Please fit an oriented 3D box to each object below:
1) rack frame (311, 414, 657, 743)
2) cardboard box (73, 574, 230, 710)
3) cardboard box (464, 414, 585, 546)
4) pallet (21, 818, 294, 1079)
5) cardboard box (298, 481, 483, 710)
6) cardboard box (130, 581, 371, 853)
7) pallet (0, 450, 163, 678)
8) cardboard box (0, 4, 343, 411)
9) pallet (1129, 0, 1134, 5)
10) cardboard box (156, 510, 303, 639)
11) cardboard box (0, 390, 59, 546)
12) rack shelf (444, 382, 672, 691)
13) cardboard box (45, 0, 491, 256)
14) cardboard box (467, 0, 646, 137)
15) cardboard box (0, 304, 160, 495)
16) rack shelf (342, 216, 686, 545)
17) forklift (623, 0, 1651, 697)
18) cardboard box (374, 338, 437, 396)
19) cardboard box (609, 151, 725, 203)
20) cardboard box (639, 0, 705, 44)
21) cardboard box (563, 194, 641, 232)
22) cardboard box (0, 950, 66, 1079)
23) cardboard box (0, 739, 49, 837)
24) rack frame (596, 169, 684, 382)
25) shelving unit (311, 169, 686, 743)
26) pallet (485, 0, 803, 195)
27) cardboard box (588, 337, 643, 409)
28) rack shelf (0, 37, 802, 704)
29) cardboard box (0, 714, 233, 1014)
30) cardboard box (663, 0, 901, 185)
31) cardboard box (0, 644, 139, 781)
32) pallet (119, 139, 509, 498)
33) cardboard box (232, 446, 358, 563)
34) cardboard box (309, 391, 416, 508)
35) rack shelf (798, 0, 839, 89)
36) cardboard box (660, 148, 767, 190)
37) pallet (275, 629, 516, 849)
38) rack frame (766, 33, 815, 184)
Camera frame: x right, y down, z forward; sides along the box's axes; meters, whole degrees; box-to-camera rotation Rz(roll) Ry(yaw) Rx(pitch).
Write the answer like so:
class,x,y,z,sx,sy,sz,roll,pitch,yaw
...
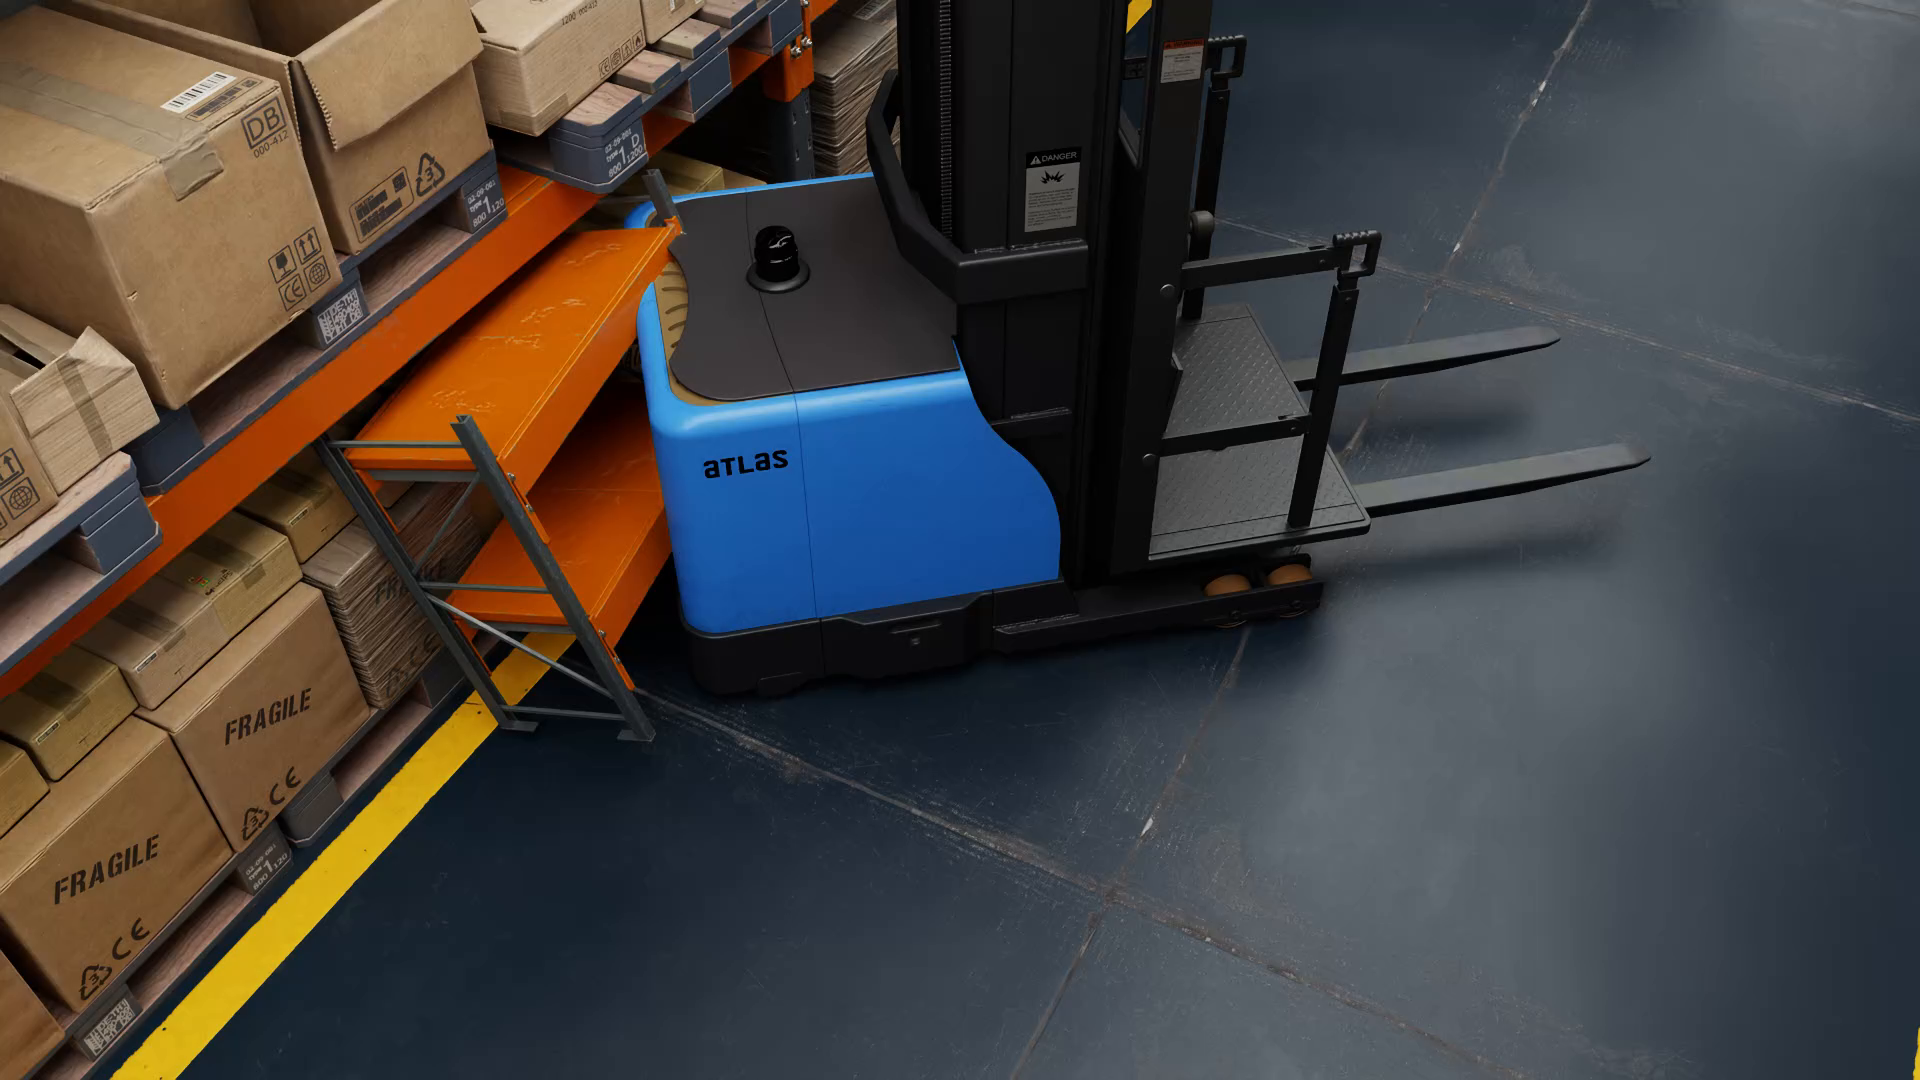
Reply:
class,x,y,z,sx,sy,sz,roll,pitch,yaw
rack frame,-1.199,0.124,4.224,0.500,1.125,0.032,2,45,23
cardboard box,-1.981,0.207,3.943,0.380,0.149,0.250,20,49,19
cardboard box,-1.448,-0.279,4.879,0.500,0.500,0.500,22,49,21
pallet,-2.472,0.985,4.128,1.003,0.211,1.213,20,49,19
cardboard box,-1.672,0.054,4.550,0.500,0.500,0.500,19,48,18
cardboard box,-1.919,0.379,4.229,0.500,0.500,0.500,19,48,18
pallet,-2.349,0.130,3.148,1.003,0.211,1.213,20,49,19
cardboard box,-1.789,-0.705,3.472,0.700,0.500,0.500,20,49,19
pallet,0.590,-3.053,8.119,1.003,0.211,1.213,20,49,19
cardboard box,-1.864,0.051,4.096,0.380,0.149,0.250,22,49,20
cardboard box,-2.153,-0.210,2.983,0.700,0.500,0.500,21,49,19
rack shelf,-0.983,-0.053,4.714,0.538,0.278,1.000,2,45,23
cardboard box,-1.554,-1.085,3.845,0.797,0.503,0.637,19,48,18
cardboard box,-1.163,-1.314,4.249,0.500,0.250,0.500,18,48,17
cardboard box,-1.832,-0.319,3.256,0.396,0.266,0.258,23,50,21
rack shelf,-1.120,-0.440,4.368,0.538,0.278,1.000,2,45,23
forklift,0.610,-1.127,4.303,3.031,2.935,1.130,-9,46,-9
cardboard box,-1.503,-0.450,4.592,0.380,0.149,0.250,20,49,18
cardboard box,-0.965,-1.092,5.227,0.380,0.149,0.250,18,48,17
cardboard box,-0.925,-1.509,4.514,0.380,0.149,0.250,21,49,20
cardboard box,-1.064,-0.910,5.047,0.380,0.149,0.250,18,48,17
cardboard box,-2.393,1.030,3.585,0.500,0.500,0.500,22,49,21
cardboard box,-2.245,0.529,3.624,0.380,0.149,0.250,18,48,17
rack frame,-0.892,-0.582,4.889,0.500,1.125,0.032,2,45,23
shelving unit,-1.045,-0.229,4.557,0.538,1.125,1.048,2,45,23
pallet,-1.212,-1.473,4.731,1.213,0.211,1.003,20,49,19
cardboard box,-1.207,-0.610,5.206,0.500,0.500,0.500,20,49,18
rack shelf,-1.888,-0.477,4.119,1.077,0.370,4.000,20,49,19
cardboard box,-2.154,0.692,3.920,0.500,0.500,0.500,20,49,19
cardboard box,-0.658,-1.691,6.187,0.875,0.625,0.625,22,49,20
cardboard box,-2.130,0.352,3.799,0.380,0.149,0.250,20,49,18
pallet,-1.858,-0.696,3.964,1.003,0.211,1.213,20,49,19
cardboard box,-1.764,-0.128,4.274,0.380,0.149,0.250,21,49,19
cardboard box,-1.605,-0.266,4.410,0.380,0.149,0.250,18,48,17
rack shelf,-0.031,-2.997,6.609,1.077,0.370,4.000,20,49,19
cardboard box,-0.966,-0.922,5.514,0.500,0.500,0.500,22,49,20
pallet,-1.907,0.214,4.891,1.003,0.211,1.213,20,49,19
rack frame,-0.960,-1.990,5.108,1.000,3.000,0.127,20,49,19
